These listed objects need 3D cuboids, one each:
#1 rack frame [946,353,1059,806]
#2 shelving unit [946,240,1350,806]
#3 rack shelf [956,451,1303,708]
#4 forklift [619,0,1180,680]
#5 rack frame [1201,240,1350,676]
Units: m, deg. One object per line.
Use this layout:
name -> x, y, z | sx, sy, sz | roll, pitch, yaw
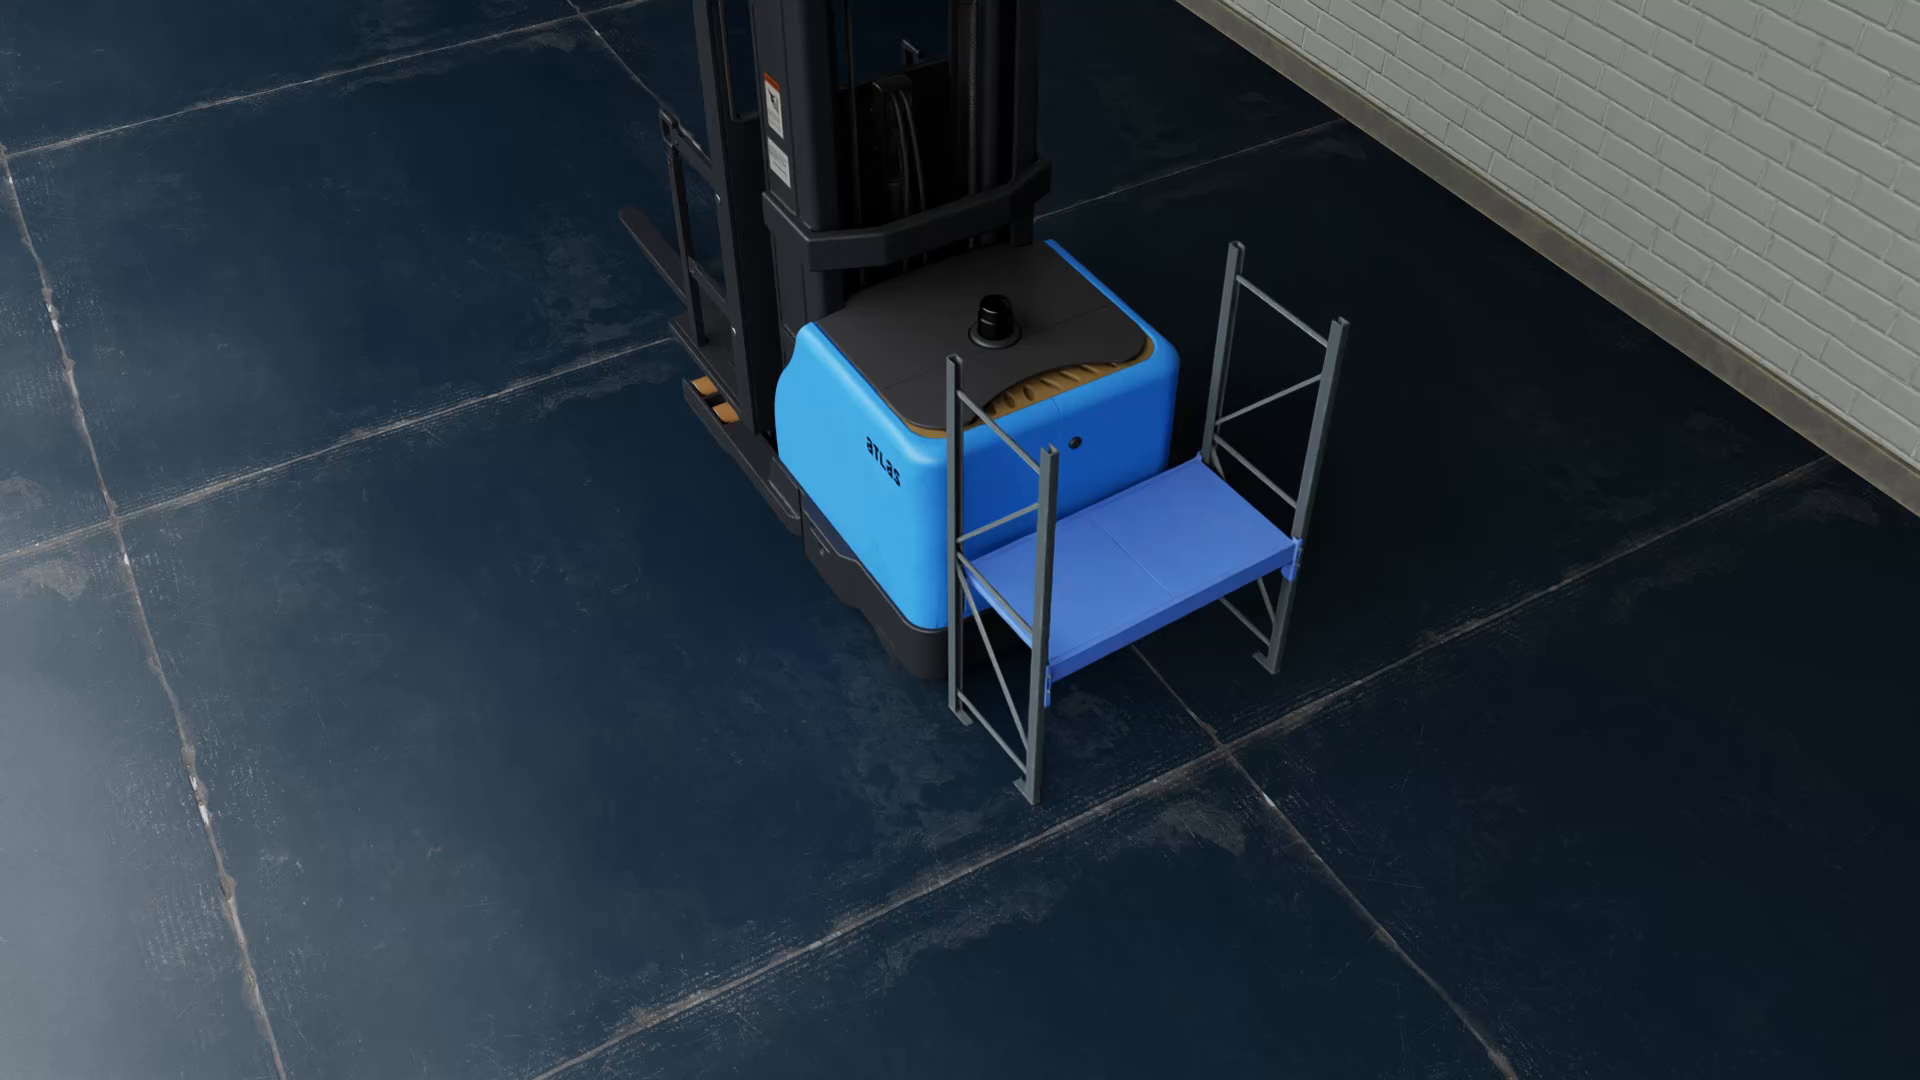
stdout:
rack frame -> 0.110, 0.169, 4.999 | 0.032, 1.500, 0.500 | -24, 49, -23
shelving unit -> 0.536, -0.025, 5.199 | 1.048, 1.500, 0.538 | -24, 49, -23
rack shelf -> 0.536, 0.104, 5.324 | 1.000, 0.185, 0.538 | -24, 49, -23
forklift -> -0.463, -1.587, 5.781 | 1.130, 2.935, 3.031 | -23, 49, -22
rack frame -> 0.962, -0.219, 5.398 | 0.032, 1.500, 0.500 | -24, 49, -23
